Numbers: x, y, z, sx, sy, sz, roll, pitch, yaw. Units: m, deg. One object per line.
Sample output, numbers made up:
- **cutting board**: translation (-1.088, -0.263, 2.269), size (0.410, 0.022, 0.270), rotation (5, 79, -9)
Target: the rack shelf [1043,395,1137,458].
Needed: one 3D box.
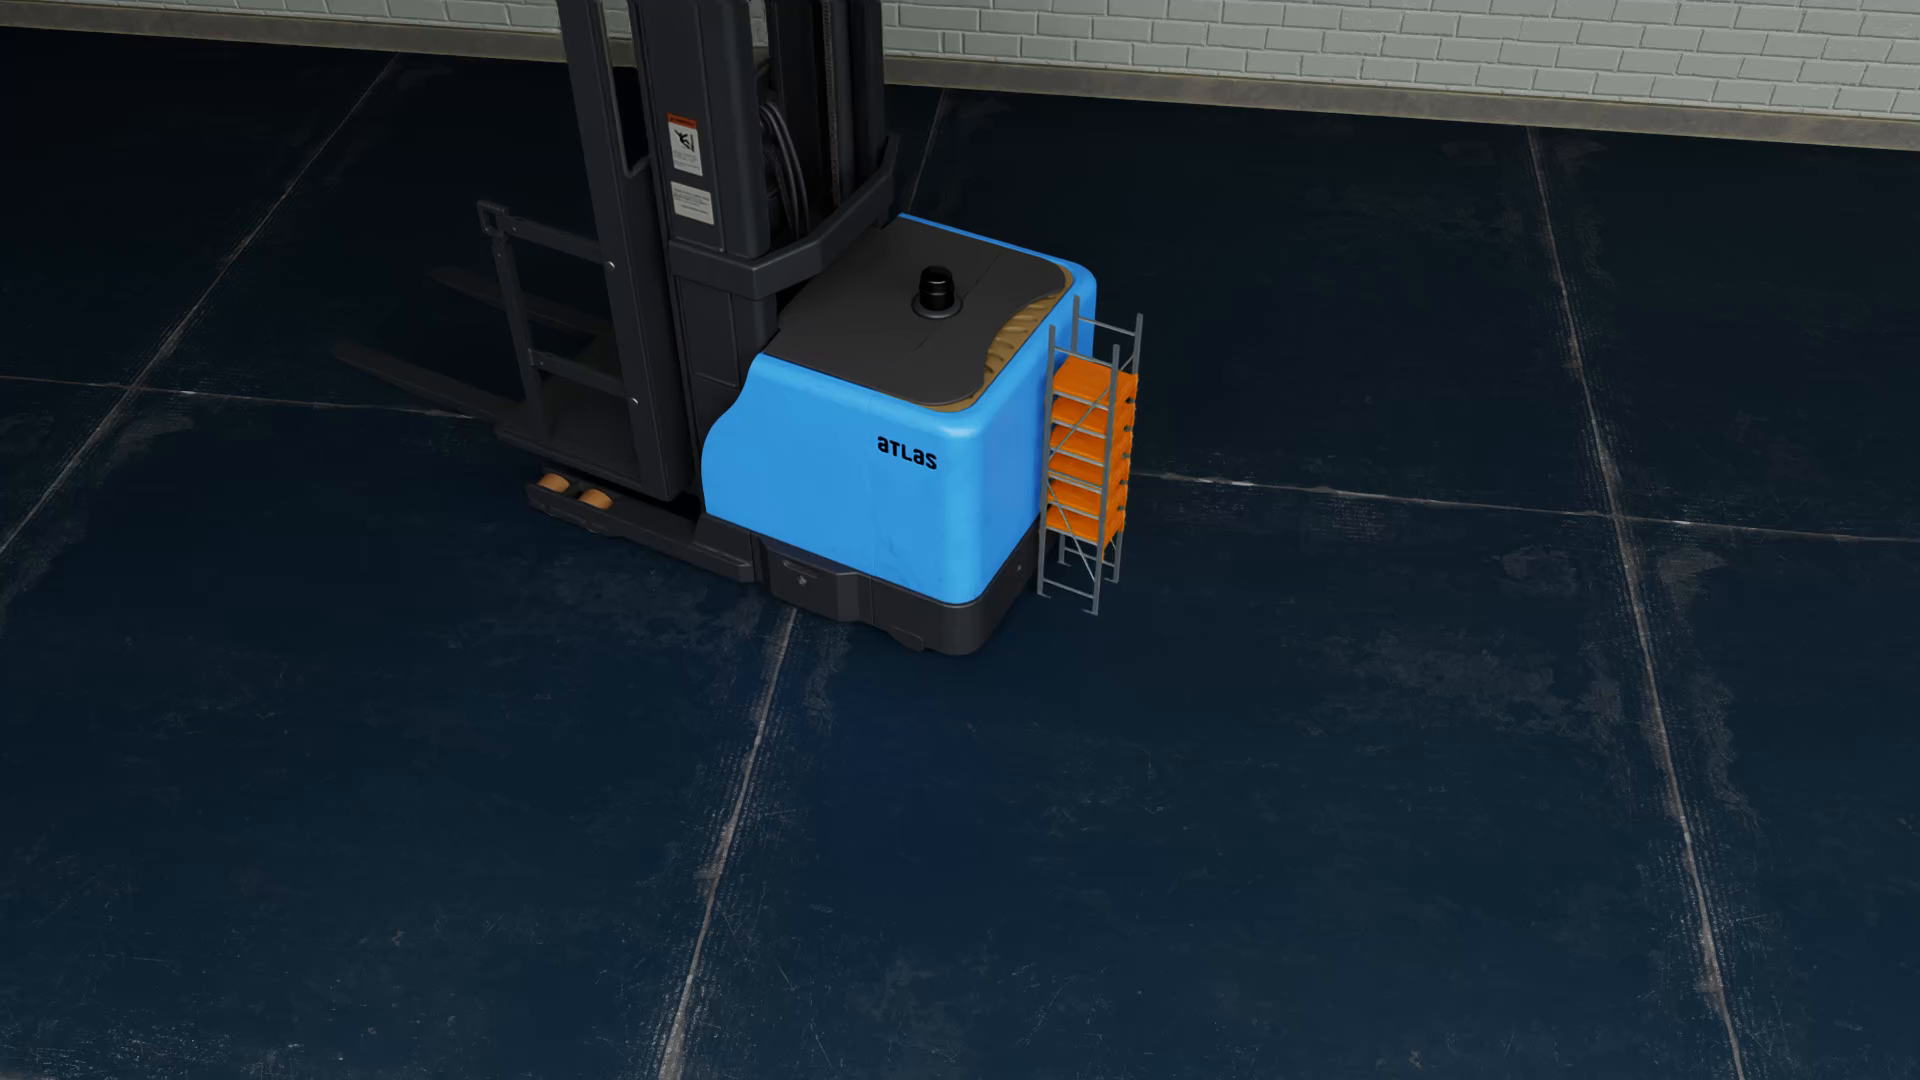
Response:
- **rack shelf**: translation (0.430, -0.401, 5.516), size (0.258, 0.103, 0.180), rotation (20, 47, 20)

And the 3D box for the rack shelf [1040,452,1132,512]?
- **rack shelf**: translation (0.430, -0.226, 5.681), size (0.258, 0.103, 0.180), rotation (20, 47, 20)

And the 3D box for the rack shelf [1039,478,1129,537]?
- **rack shelf**: translation (0.429, -0.139, 5.763), size (0.258, 0.103, 0.180), rotation (20, 47, 20)

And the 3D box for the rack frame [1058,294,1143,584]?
- **rack frame**: translation (0.472, -0.314, 5.709), size (0.240, 1.200, 0.006), rotation (20, 47, 20)

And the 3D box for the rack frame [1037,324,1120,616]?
- **rack frame**: translation (0.387, -0.203, 5.591), size (0.240, 1.200, 0.006), rotation (20, 47, 20)

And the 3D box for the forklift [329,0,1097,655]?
- **forklift**: translation (-1.064, -1.391, 5.587), size (3.031, 2.935, 1.130), rotation (20, 47, 20)

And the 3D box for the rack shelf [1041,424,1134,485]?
- **rack shelf**: translation (0.430, -0.313, 5.598), size (0.258, 0.103, 0.180), rotation (20, 47, 20)

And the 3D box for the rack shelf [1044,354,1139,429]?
- **rack shelf**: translation (0.430, -0.488, 5.433), size (0.258, 0.103, 0.180), rotation (20, 47, 20)

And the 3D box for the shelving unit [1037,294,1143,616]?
- **shelving unit**: translation (0.430, -0.259, 5.650), size (0.258, 1.200, 0.189), rotation (20, 47, 20)

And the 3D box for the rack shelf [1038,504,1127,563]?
- **rack shelf**: translation (0.429, -0.052, 5.846), size (0.258, 0.103, 0.180), rotation (20, 47, 20)
